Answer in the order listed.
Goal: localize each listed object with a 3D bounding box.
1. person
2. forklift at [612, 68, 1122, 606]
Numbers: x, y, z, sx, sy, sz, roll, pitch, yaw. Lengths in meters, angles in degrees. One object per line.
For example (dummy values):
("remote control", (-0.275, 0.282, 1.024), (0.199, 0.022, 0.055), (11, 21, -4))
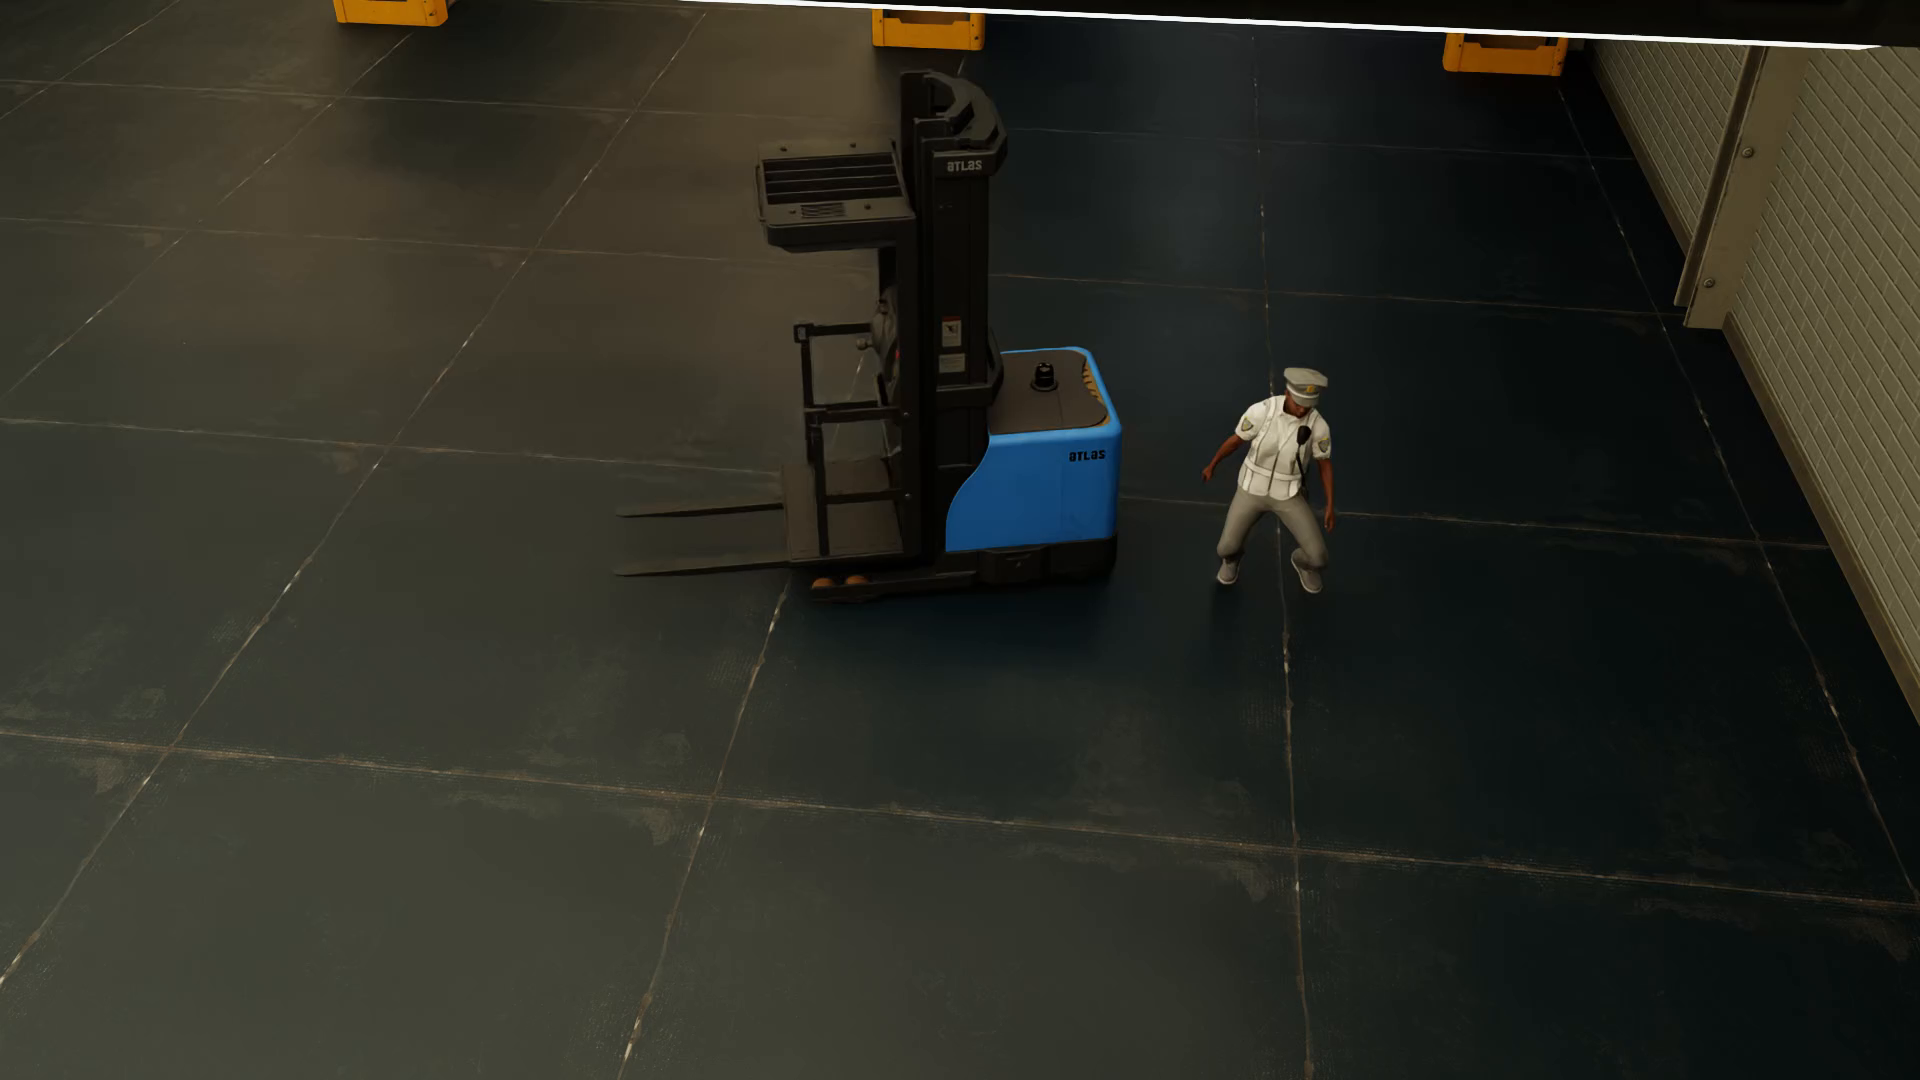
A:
("person", (1.788, -0.318, 9.538), (0.823, 1.550, 0.500), (12, 38, 16))
("forklift", (-0.606, -1.121, 9.550), (3.031, 2.935, 1.130), (-5, 37, -7))
